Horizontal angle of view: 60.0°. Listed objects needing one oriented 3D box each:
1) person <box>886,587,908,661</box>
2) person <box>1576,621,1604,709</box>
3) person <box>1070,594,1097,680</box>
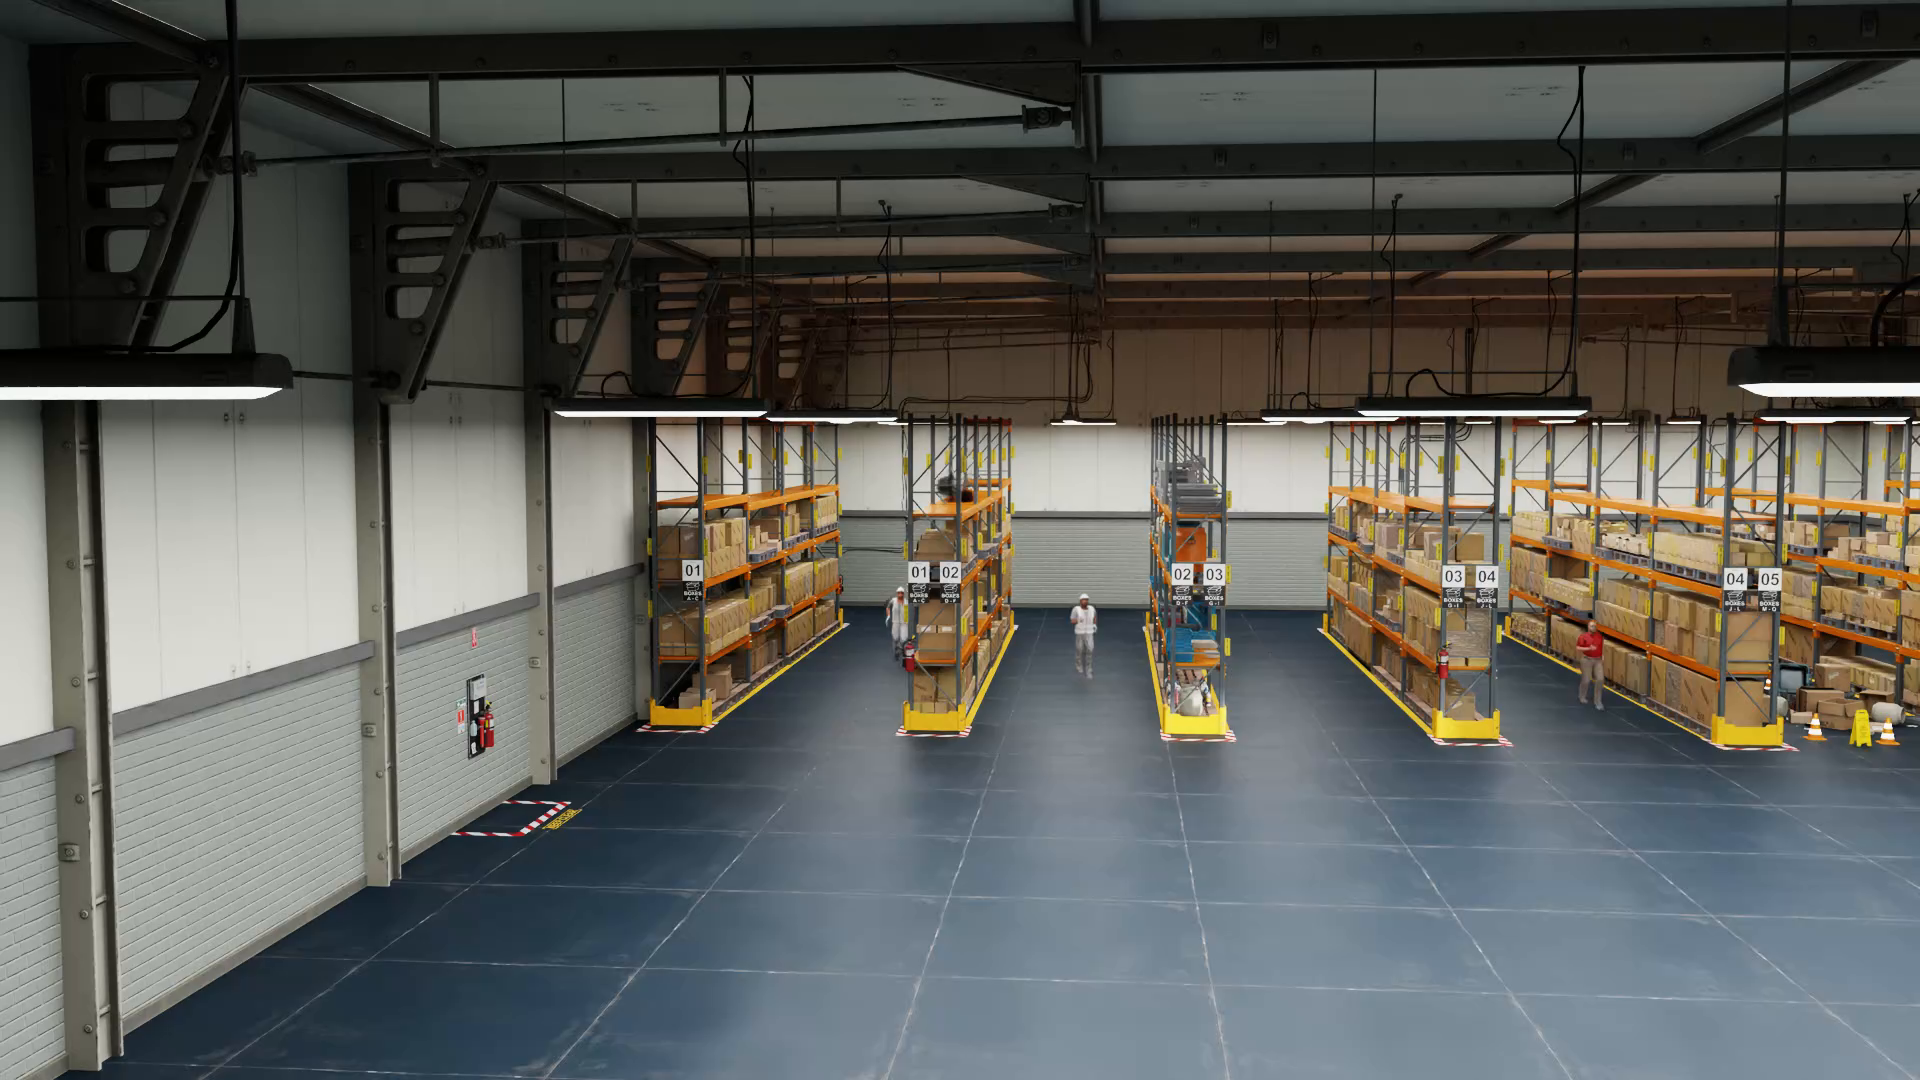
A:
[{"bbox_3d":[-1.448,2.012,39.673,0.654,1.788,0.738,0,4,-1],"label":"person"},{"bbox_3d":[12.974,2.562,34.171,0.642,1.784,0.762,0,4,-1],"label":"person"},{"bbox_3d":[2.755,2.129,36.770,0.654,1.876,0.725,0,4,-7],"label":"person"}]
